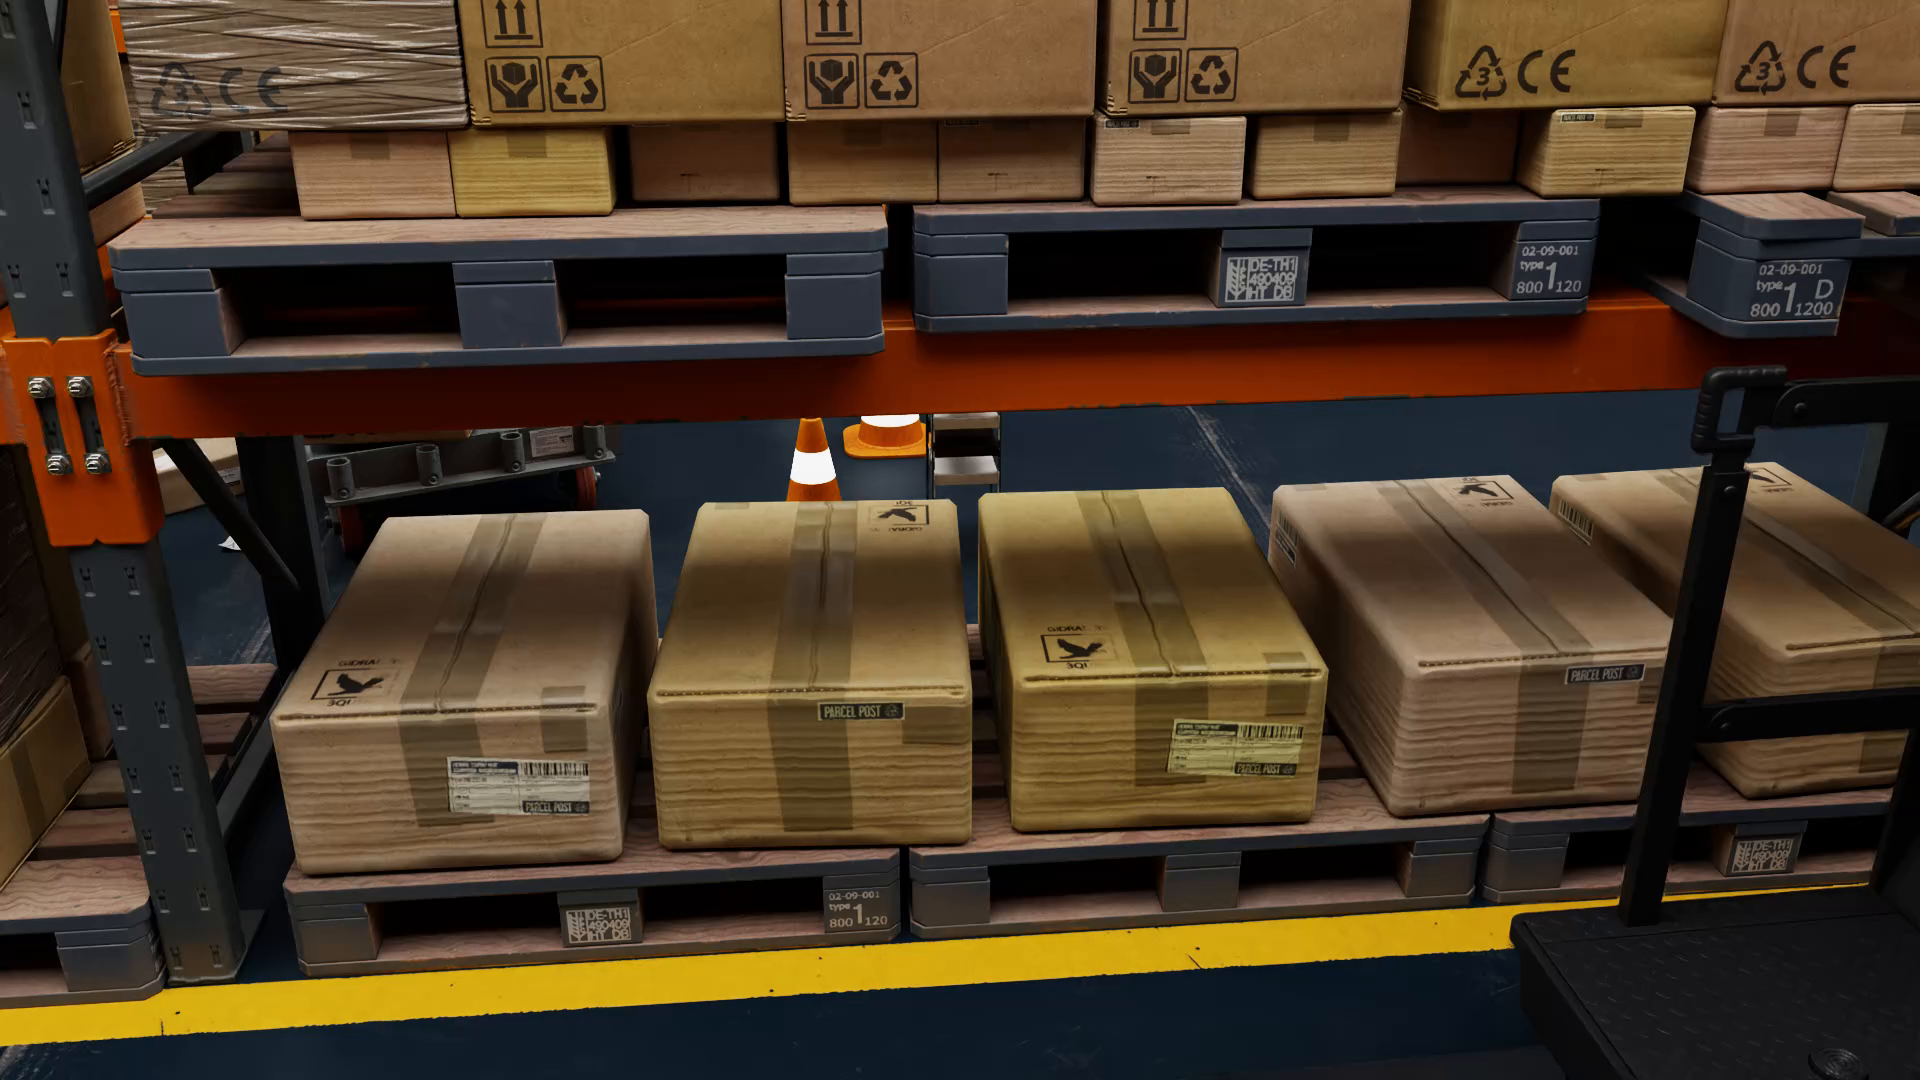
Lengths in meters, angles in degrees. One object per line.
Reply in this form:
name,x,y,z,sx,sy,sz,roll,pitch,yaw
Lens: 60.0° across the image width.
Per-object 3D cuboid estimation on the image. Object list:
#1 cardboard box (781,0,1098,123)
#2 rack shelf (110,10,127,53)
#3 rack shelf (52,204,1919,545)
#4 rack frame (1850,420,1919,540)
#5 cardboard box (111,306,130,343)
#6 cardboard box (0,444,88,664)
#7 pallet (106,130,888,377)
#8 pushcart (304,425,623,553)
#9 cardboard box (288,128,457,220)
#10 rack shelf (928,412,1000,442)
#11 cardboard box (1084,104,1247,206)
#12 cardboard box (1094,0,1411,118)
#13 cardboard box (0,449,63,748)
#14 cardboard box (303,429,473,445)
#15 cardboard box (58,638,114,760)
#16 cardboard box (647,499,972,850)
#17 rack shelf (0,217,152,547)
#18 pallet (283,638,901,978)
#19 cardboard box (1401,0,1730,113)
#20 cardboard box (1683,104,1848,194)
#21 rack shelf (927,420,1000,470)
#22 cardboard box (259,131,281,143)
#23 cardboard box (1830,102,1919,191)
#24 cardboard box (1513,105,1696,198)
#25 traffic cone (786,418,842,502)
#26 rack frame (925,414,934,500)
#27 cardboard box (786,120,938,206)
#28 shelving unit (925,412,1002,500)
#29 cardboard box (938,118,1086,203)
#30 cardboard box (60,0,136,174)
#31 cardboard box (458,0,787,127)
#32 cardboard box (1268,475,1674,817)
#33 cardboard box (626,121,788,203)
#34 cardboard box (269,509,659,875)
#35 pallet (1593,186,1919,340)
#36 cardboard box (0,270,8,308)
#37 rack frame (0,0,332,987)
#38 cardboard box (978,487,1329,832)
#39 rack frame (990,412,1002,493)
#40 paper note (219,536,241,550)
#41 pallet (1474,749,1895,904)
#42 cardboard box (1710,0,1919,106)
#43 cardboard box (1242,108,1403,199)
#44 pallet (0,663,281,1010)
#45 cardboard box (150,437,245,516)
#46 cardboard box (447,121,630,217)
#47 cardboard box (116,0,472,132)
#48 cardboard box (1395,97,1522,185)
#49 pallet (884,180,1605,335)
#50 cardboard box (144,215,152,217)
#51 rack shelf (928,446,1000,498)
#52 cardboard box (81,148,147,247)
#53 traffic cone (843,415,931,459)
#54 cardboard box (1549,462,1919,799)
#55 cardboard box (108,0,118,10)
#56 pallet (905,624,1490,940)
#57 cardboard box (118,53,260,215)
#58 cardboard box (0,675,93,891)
cardboard box,-0.055,-1.006,2.814,0.500,0.500,0.500,-2,24,-5
rack shelf,-4.119,-2.284,7.580,4.000,0.370,1.077,-2,24,-5
rack shelf,0.449,-0.447,3.447,4.000,0.370,1.077,-2,24,-5
rack frame,2.439,-0.855,3.481,0.127,3.000,1.000,-2,24,-5
cardboard box,-3.093,-0.591,5.793,0.503,0.637,0.797,-2,24,-5
cardboard box,-2.155,-0.059,3.635,0.500,0.500,0.500,-1,24,-3
pallet,-0.767,-0.580,3.097,1.213,0.211,1.003,-2,24,-5
pushcart,-1.816,-0.417,5.723,0.936,0.377,1.648,-11,26,-23
cardboard box,-0.961,-0.667,2.850,0.250,0.149,0.380,-2,24,-4
rack shelf,0.008,-0.381,5.081,0.200,0.077,0.258,-2,24,-5
cardboard box,0.339,-0.708,2.941,0.250,0.149,0.380,-1,24,-3
cardboard box,0.455,-1.031,2.870,0.500,0.500,0.500,-3,24,-7
cardboard box,-2.104,0.159,3.145,0.500,0.500,0.500,-3,24,-6
cardboard box,-1.747,-0.618,5.091,0.500,0.500,0.500,-2,24,-5
cardboard box,-2.155,0.284,3.787,0.500,0.250,0.500,-3,24,-8
cardboard box,-0.305,0.261,3.687,0.625,0.372,0.950,-1,24,-2
rack shelf,-3.532,-0.287,3.088,4.000,0.370,1.077,-2,24,-5
pallet,-0.767,0.547,3.759,1.213,0.211,1.003,-2,24,-5
cardboard box,0.998,-1.052,2.918,0.500,0.500,0.500,-4,24,-9
cardboard box,1.379,-0.749,3.035,0.250,0.149,0.380,-3,24,-8
rack shelf,0.008,-0.299,5.118,0.200,0.077,0.258,-2,24,-5
cardboard box,-2.762,-1.916,7.967,0.875,0.875,0.875,-2,24,-4
cardboard box,1.630,-0.756,3.050,0.250,0.149,0.380,-2,24,-6
cardboard box,1.106,-0.732,2.997,0.250,0.149,0.380,-2,24,-4
traffic cone,-0.445,-0.152,5.021,0.334,0.463,0.336,-2,24,-5
rack frame,-0.093,-0.407,5.059,0.006,0.900,0.240,-2,24,-5
cardboard box,-0.177,-0.709,2.944,0.250,0.149,0.380,-2,24,-4
shelving unit,0.008,-0.412,5.068,0.210,0.900,0.258,-2,24,-5
cardboard box,0.070,-0.718,2.965,0.250,0.149,0.380,-2,24,-5
cardboard box,-2.007,-0.972,3.255,0.500,0.500,0.500,-2,24,-5
cardboard box,-0.549,-0.992,2.782,0.500,0.500,0.500,-2,24,-5
cardboard box,1.142,0.205,3.814,0.625,0.372,0.950,-3,24,-6
cardboard box,-0.437,-0.716,2.959,0.250,0.149,0.380,-1,24,-2
cardboard box,-1.020,0.291,3.619,0.625,0.372,0.950,-2,24,-4
pallet,1.740,-0.696,3.359,1.003,0.211,1.213,-2,24,-5
cardboard box,-1.832,-0.445,2.867,0.250,0.149,0.380,-3,24,-6
rack frame,-1.542,-0.695,3.122,0.127,3.000,1.000,-2,24,-5
cardboard box,0.387,0.233,3.751,0.625,0.372,0.950,-2,24,-3
rack frame,0.109,-0.416,5.077,0.006,0.900,0.240,-2,24,-5
paper note,-2.237,-0.007,5.228,0.142,0.019,0.148,-2,24,-5
pallet,1.661,0.450,3.978,1.213,0.211,1.003,-2,24,-5
cardboard box,1.500,-1.073,2.965,0.500,0.500,0.500,-3,24,-6
cardboard box,0.602,-0.730,2.992,0.250,0.149,0.380,-3,24,-7
pallet,-2.207,0.620,3.595,1.213,0.211,1.003,-2,24,-5
cardboard box,-2.563,-0.281,5.555,0.258,0.266,0.396,22,32,40
cardboard box,-0.711,-0.673,2.864,0.250,0.149,0.380,-2,24,-4
cardboard box,-1.047,-0.972,2.737,0.500,0.500,0.500,-2,24,-4
cardboard box,0.844,-0.773,3.089,0.250,0.149,0.380,-2,24,-5
pallet,0.473,-0.672,3.305,1.213,0.211,1.003,-2,24,-5
cardboard box,-3.573,-1.074,7.048,0.500,0.500,0.500,2,24,4
rack shelf,0.008,-0.217,5.155,0.200,0.077,0.258,-2,24,-5
cardboard box,-1.887,-0.698,3.436,0.250,0.149,0.380,-2,24,-5
traffic cone,-0.255,-0.567,5.957,0.334,0.463,0.336,-2,24,-5
cardboard box,1.876,0.172,3.888,0.625,0.372,0.950,-4,24,-9
cardboard box,-3.589,-2.736,7.528,0.550,0.550,0.875,-2,24,-5
pallet,0.450,0.497,3.872,1.213,0.211,1.003,-2,24,-5
cardboard box,-3.658,-1.879,7.883,0.875,0.875,0.875,-2,24,-5
cardboard box,-2.104,0.501,3.297,0.500,0.250,0.500,-1,24,-3
